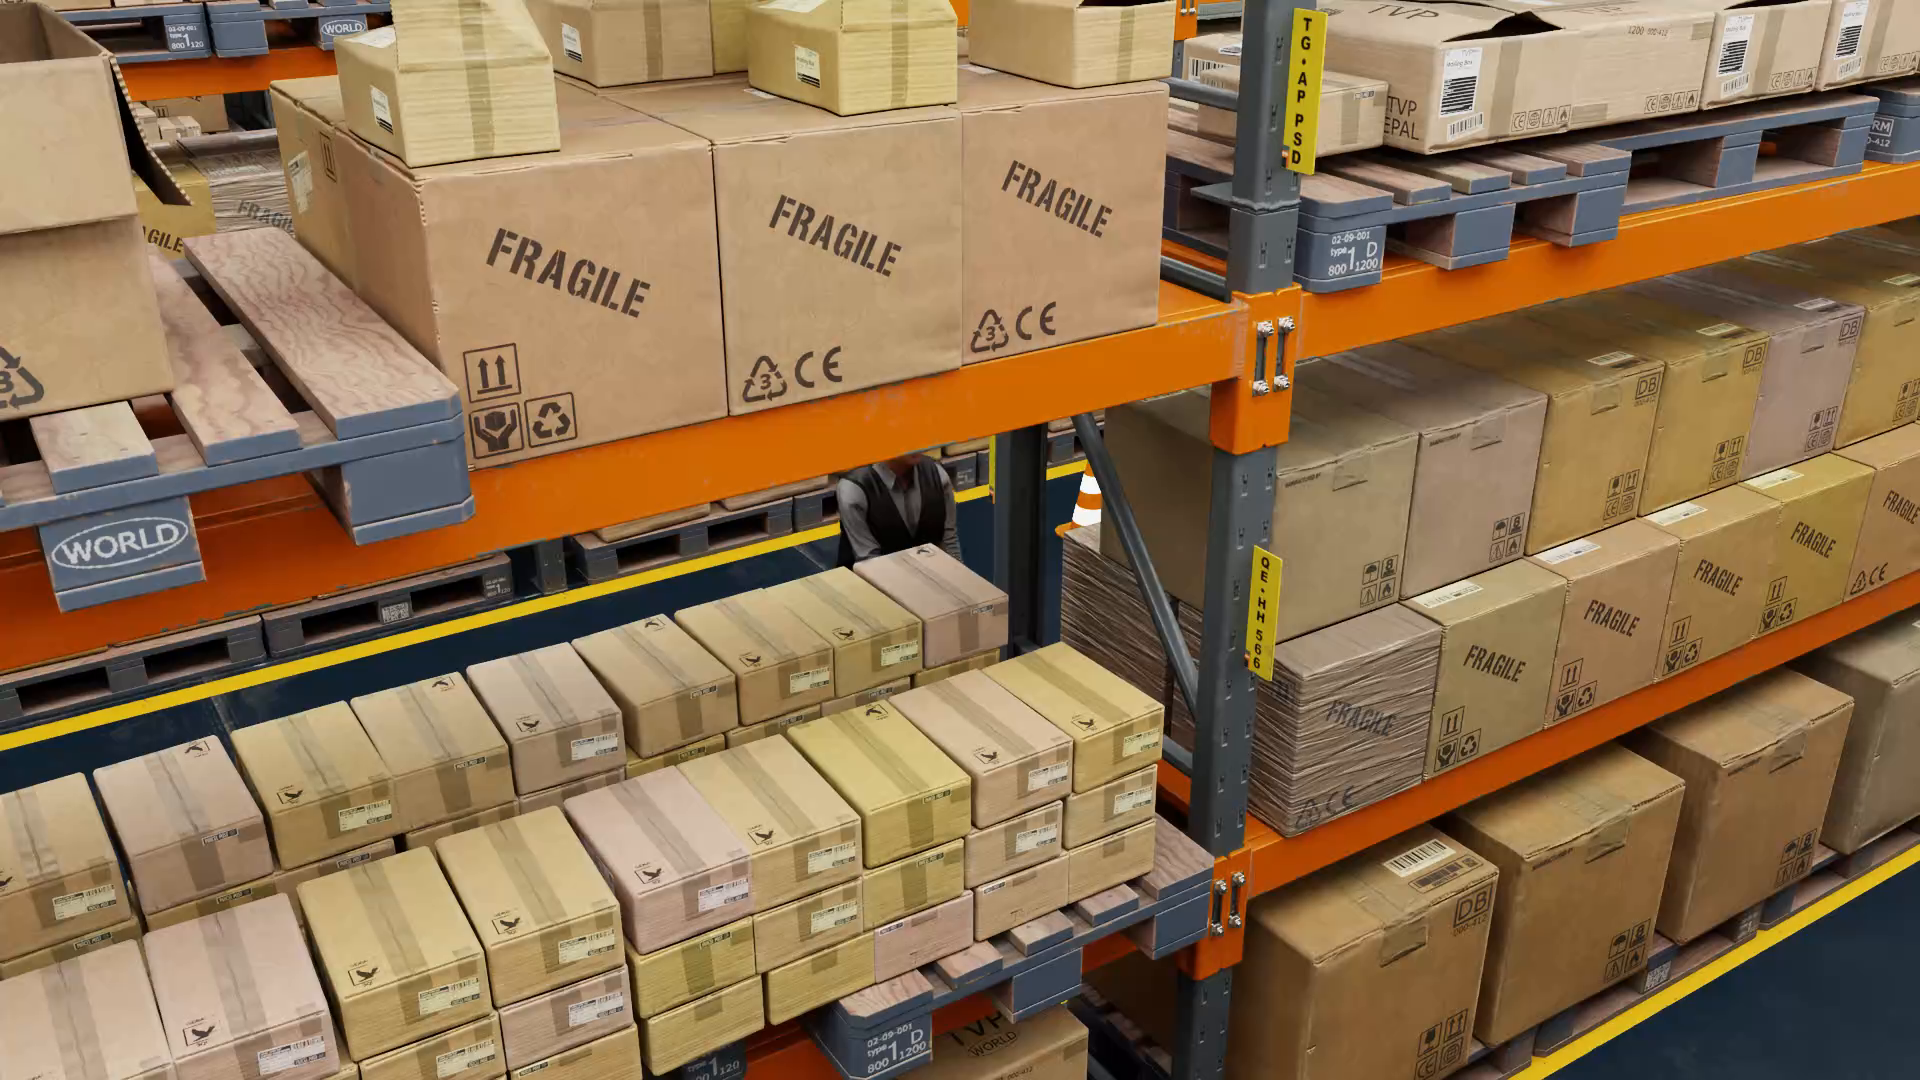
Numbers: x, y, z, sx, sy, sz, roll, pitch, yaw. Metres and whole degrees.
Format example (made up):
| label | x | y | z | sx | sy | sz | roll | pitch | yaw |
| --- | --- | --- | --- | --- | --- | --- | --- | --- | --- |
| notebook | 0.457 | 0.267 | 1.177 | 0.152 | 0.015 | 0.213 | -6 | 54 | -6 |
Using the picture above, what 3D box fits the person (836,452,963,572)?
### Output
| label | x | y | z | sx | sy | sz | roll | pitch | yaw |
| --- | --- | --- | --- | --- | --- | --- | --- | --- | --- |
| person | -0.211 | 0.292 | 6.517 | 0.494 | 1.720 | 0.558 | -16 | 29 | -30 |
